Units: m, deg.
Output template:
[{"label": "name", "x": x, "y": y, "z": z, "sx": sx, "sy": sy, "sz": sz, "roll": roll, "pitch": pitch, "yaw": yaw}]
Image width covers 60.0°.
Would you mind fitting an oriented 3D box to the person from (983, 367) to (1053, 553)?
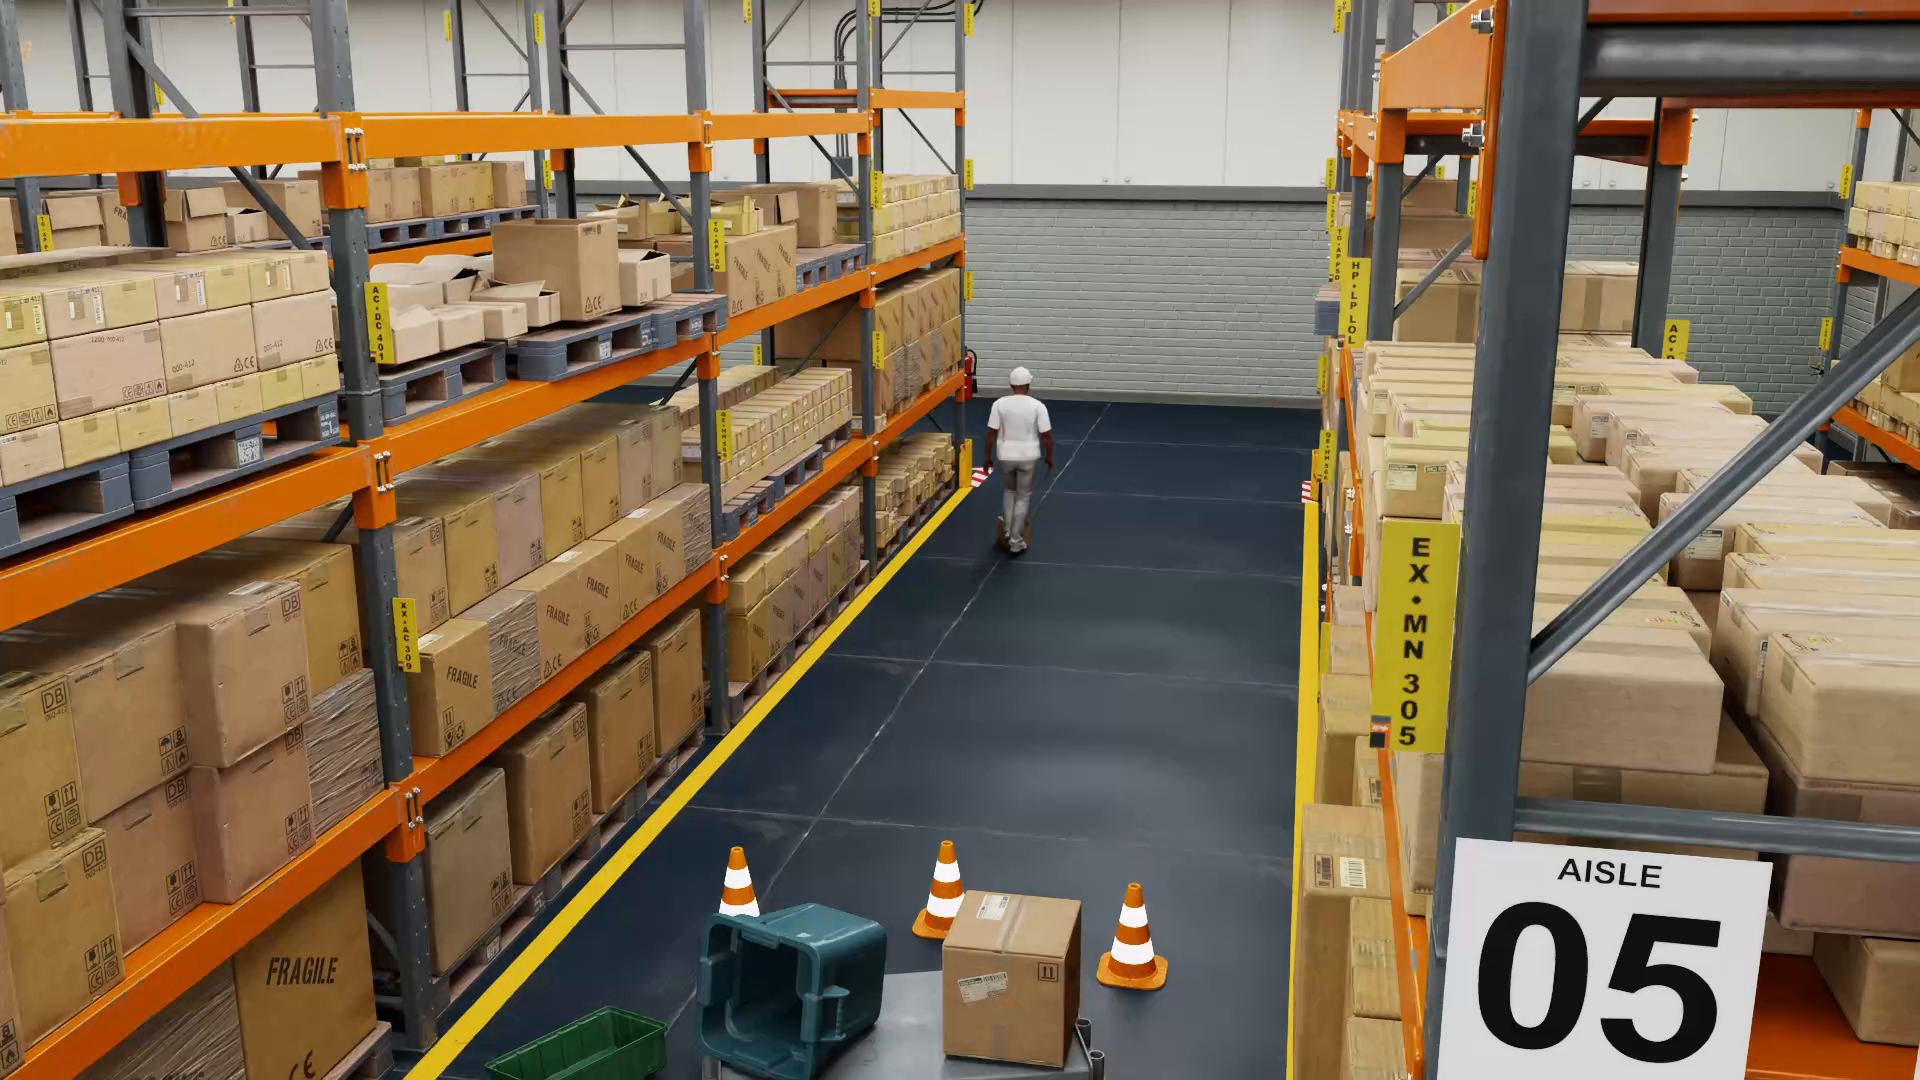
[{"label": "person", "x": 0.556, "y": -0.755, "z": 15.875, "sx": 0.653, "sy": 1.798, "sz": 0.549, "roll": 4, "pitch": 15, "yaw": 15}]
